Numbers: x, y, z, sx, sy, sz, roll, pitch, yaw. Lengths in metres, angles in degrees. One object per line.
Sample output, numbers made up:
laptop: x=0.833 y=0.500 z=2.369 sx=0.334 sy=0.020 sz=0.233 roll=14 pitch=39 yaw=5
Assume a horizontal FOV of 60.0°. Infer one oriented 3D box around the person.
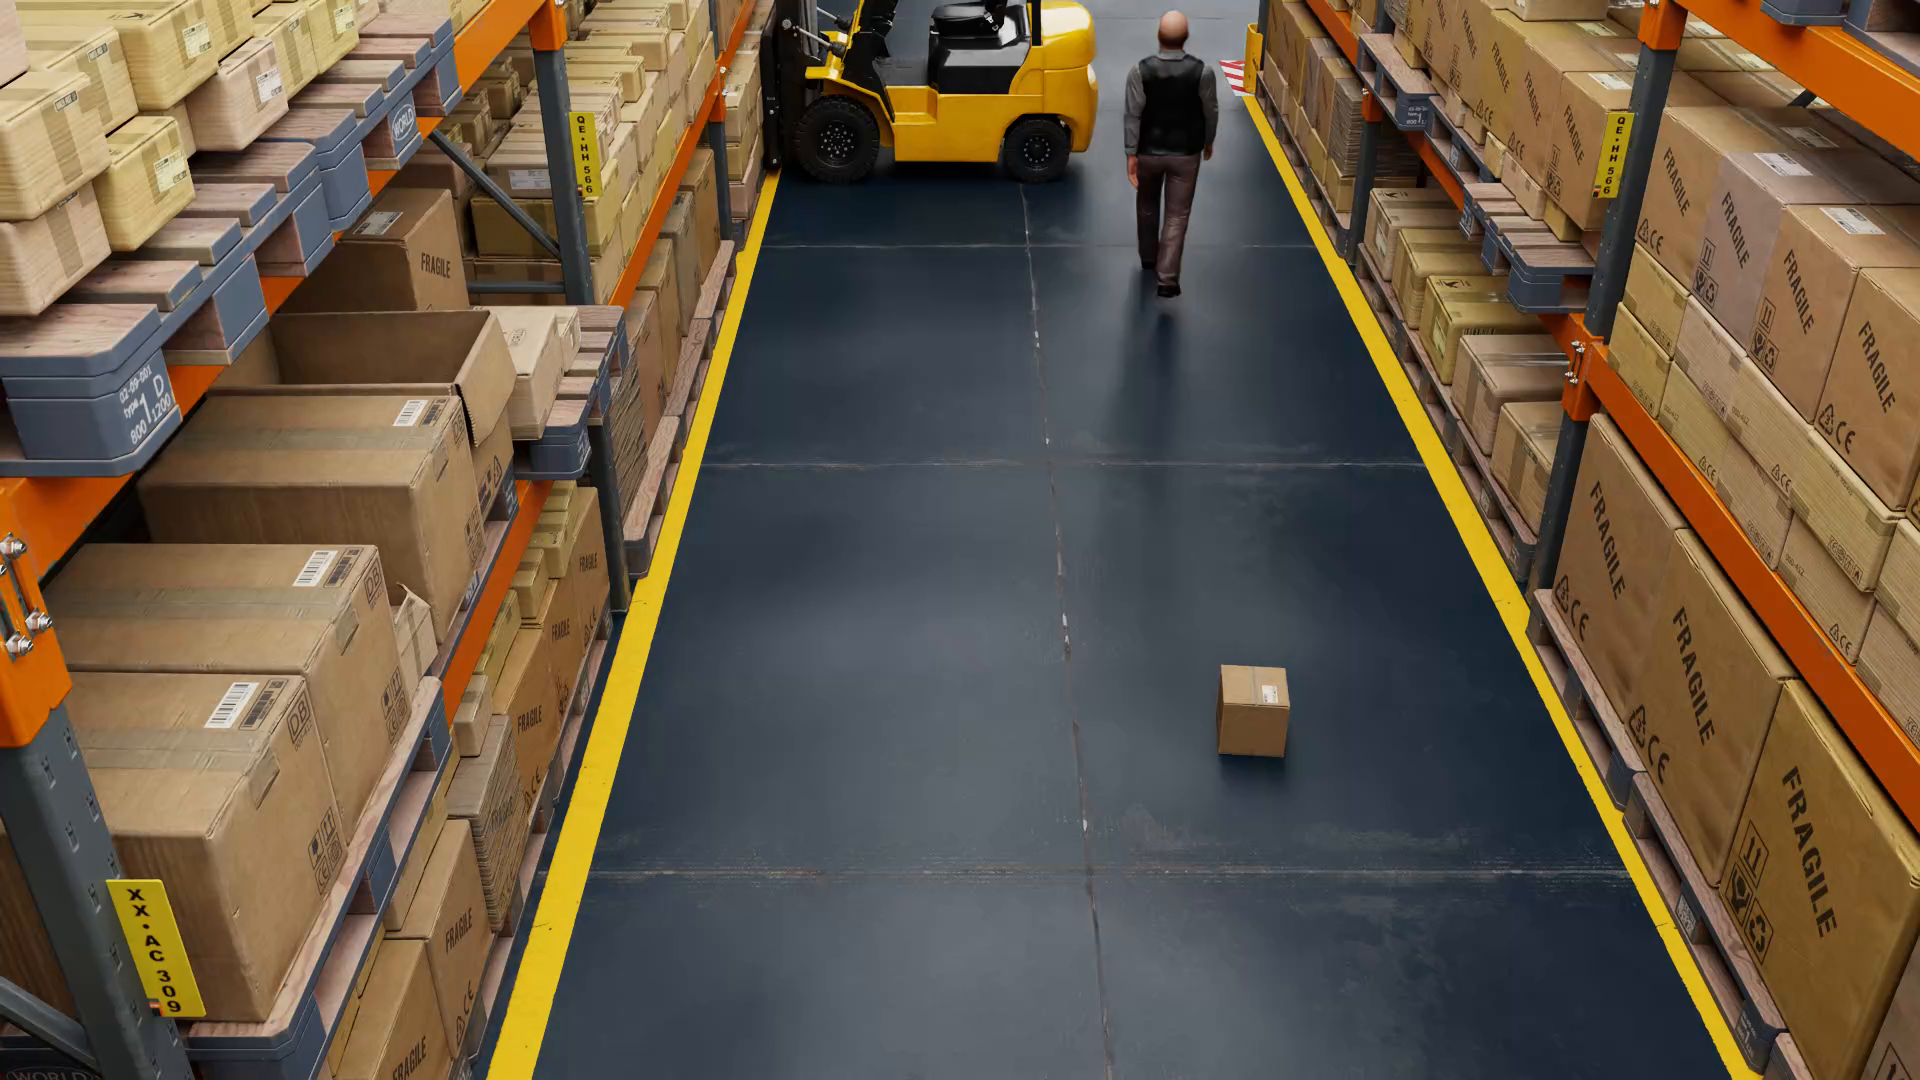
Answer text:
person: x=1.255 y=-2.332 z=9.994 sx=0.553 sy=1.685 sz=0.993 roll=5 pitch=32 yaw=8
